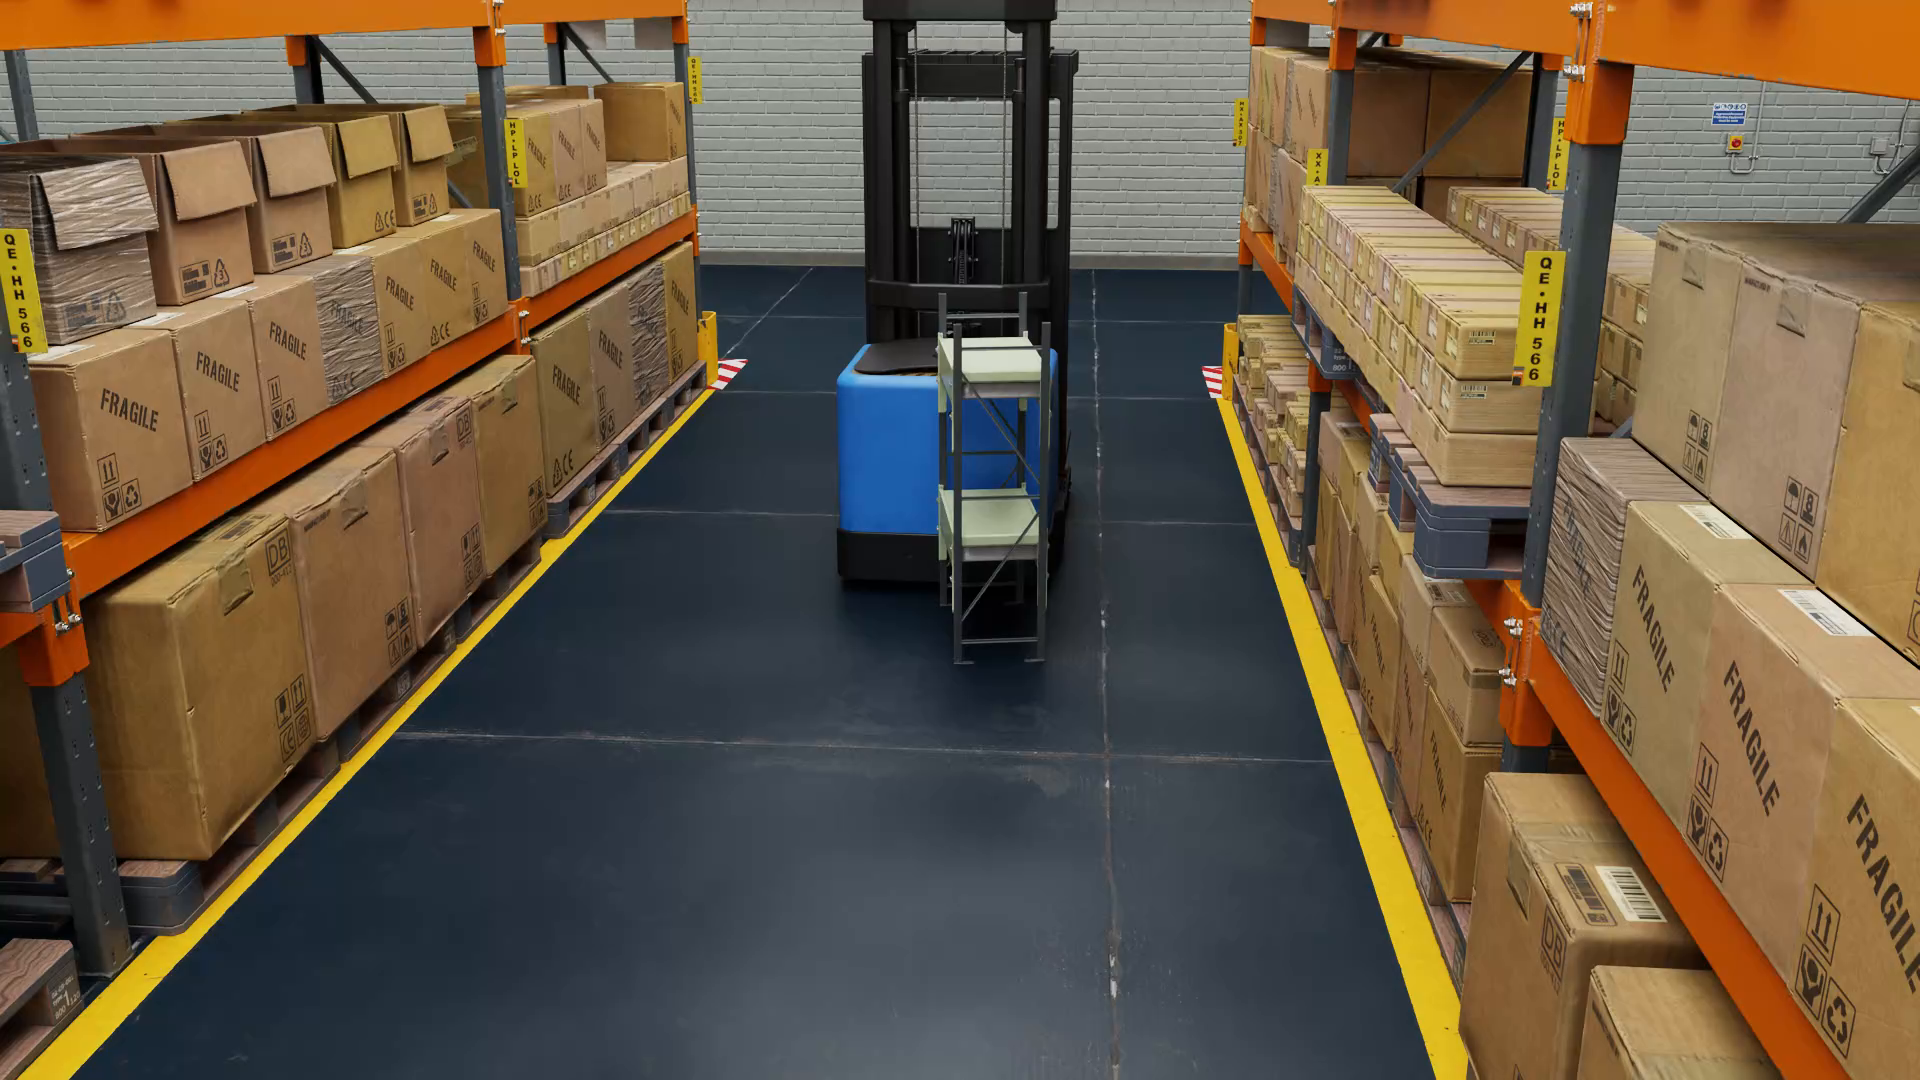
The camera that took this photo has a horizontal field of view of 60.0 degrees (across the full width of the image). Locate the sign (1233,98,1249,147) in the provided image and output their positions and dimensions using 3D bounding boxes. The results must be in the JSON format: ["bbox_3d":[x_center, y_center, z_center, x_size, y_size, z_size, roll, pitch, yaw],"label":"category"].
[{"bbox_3d":[1.963,-2.914,11.609,0.100,0.325,0.005,1,18,4],"label":"sign"}]

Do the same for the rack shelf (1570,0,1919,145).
[{"bbox_3d":[1.788,-0.468,1.873,1.077,0.370,4.000,1,18,4],"label":"rack shelf"}]

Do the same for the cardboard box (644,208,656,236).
[{"bbox_3d":[-2.204,-2.078,10.851,0.380,0.149,0.250,1,18,3],"label":"cardboard box"}]

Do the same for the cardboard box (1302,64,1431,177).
[{"bbox_3d":[1.982,-2.064,8.162,0.500,0.500,0.500,1,18,2],"label":"cardboard box"}]

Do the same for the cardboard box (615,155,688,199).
[{"bbox_3d":[-2.205,-2.546,11.640,0.500,0.250,0.500,1,18,3],"label":"cardboard box"}]

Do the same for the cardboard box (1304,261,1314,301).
[{"bbox_3d":[1.717,-1.130,7.284,0.380,0.149,0.250,2,18,5],"label":"cardboard box"}]

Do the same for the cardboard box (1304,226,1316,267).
[{"bbox_3d":[1.714,-1.277,7.255,0.380,0.149,0.250,1,18,3],"label":"cardboard box"}]

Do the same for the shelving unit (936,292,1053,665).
[{"bbox_3d":[0.138,-0.289,7.395,0.431,1.500,0.755,-2,18,-5],"label":"shelving unit"}]

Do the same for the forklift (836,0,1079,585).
[{"bbox_3d":[0.065,-1.588,9.062,1.130,2.935,3.031,2,18,6],"label":"forklift"}]

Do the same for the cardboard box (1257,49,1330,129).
[{"bbox_3d":[2.178,-2.864,10.603,0.500,0.500,0.500,2,18,6],"label":"cardboard box"}]

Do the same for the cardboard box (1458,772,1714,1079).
[{"bbox_3d":[1.798,1.051,3.838,1.050,0.750,0.750,1,18,3],"label":"cardboard box"}]

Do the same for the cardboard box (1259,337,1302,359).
[{"bbox_3d":[2.147,-1.220,10.779,0.380,0.149,0.250,0,18,1],"label":"cardboard box"}]

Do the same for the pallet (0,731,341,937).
[{"bbox_3d":[-2.877,0.934,5.734,1.003,0.211,1.213,1,18,4],"label":"pallet"}]

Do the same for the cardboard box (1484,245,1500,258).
[{"bbox_3d":[2.333,-1.098,6.708,0.380,0.149,0.250,1,18,2],"label":"cardboard box"}]

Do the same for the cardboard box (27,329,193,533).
[{"bbox_3d":[-2.703,-0.340,4.984,0.500,0.500,0.500,2,18,6],"label":"cardboard box"}]

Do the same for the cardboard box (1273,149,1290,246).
[{"bbox_3d":[2.046,-1.909,9.295,0.500,0.500,0.500,1,18,4],"label":"cardboard box"}]

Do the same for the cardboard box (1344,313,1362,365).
[{"bbox_3d":[1.621,-0.733,6.070,0.380,0.149,0.250,0,18,1],"label":"cardboard box"}]

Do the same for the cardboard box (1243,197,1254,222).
[{"bbox_3d":[2.154,-2.278,11.461,0.380,0.149,0.250,1,18,3],"label":"cardboard box"}]

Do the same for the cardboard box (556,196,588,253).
[{"bbox_3d":[-2.386,-1.755,9.225,0.500,0.250,0.500,1,18,4],"label":"cardboard box"}]

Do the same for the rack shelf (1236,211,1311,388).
[{"bbox_3d":[2.361,-1.528,9.923,1.077,0.370,4.000,1,18,4],"label":"rack shelf"}]

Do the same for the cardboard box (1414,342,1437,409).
[{"bbox_3d":[1.530,-0.474,4.804,0.380,0.149,0.250,2,18,6],"label":"cardboard box"}]

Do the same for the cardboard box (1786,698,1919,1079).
[{"bbox_3d":[1.522,0.549,2.269,0.500,0.500,0.500,1,18,3],"label":"cardboard box"}]

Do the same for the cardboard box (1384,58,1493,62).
[{"bbox_3d":[2.582,-2.364,9.077,0.500,0.500,0.500,2,18,5],"label":"cardboard box"}]

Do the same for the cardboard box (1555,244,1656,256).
[{"bbox_3d":[2.250,-0.916,5.676,0.380,0.149,0.250,2,18,6],"label":"cardboard box"}]

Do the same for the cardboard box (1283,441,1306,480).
[{"bbox_3d":[1.930,-0.424,8.825,0.380,0.149,0.250,0,18,1],"label":"cardboard box"}]

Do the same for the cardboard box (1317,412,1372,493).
[{"bbox_3d":[1.901,-0.393,7.440,0.500,0.250,0.500,0,18,1],"label":"cardboard box"}]

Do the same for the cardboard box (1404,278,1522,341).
[{"bbox_3d":[1.548,-0.691,4.987,0.380,0.149,0.250,2,18,6],"label":"cardboard box"}]

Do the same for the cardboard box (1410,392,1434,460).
[{"bbox_3d":[1.528,-0.327,4.832,0.380,0.149,0.250,1,18,4],"label":"cardboard box"}]

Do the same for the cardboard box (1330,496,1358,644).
[{"bbox_3d":[1.864,0.128,7.055,0.500,0.500,0.500,2,18,6],"label":"cardboard box"}]

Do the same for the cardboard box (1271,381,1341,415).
[{"bbox_3d":[1.997,-0.815,9.541,0.380,0.149,0.250,0,18,1],"label":"cardboard box"}]

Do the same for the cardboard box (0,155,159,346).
[{"bbox_3d":[-2.940,-0.899,5.078,0.797,0.503,0.637,2,18,6],"label":"cardboard box"}]

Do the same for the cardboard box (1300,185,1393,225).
[{"bbox_3d":[1.731,-1.499,7.454,0.380,0.149,0.250,2,18,7],"label":"cardboard box"}]

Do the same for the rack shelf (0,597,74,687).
[{"bbox_3d":[-3.152,0.815,2.774,1.077,0.370,4.000,1,18,4],"label":"rack shelf"}]

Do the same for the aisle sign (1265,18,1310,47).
[{"bbox_3d":[2.211,-3.755,11.391,0.394,0.787,0.004,1,18,4],"label":"aisle sign"}]

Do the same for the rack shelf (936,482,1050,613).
[{"bbox_3d":[0.138,0.021,7.497,0.431,0.370,0.720,-2,18,-5],"label":"rack shelf"}]

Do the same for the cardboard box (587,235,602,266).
[{"bbox_3d":[-2.297,-1.680,9.636,0.380,0.149,0.250,1,18,3],"label":"cardboard box"}]

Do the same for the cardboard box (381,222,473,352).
[{"bbox_3d":[-2.526,-1.133,7.403,0.500,0.500,0.500,2,18,6],"label":"cardboard box"}]

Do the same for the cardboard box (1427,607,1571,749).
[{"bbox_3d":[1.719,0.408,4.997,0.500,0.250,0.500,1,18,3],"label":"cardboard box"}]

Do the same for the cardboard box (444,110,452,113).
[{"bbox_3d":[-2.956,-1.966,8.663,0.500,0.500,0.500,2,18,5],"label":"cardboard box"}]

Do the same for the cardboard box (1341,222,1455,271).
[{"bbox_3d":[1.639,-1.097,6.229,0.380,0.149,0.250,2,18,6],"label":"cardboard box"}]

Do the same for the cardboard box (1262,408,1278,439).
[{"bbox_3d":[2.050,-0.699,10.143,0.380,0.149,0.250,1,18,4],"label":"cardboard box"}]

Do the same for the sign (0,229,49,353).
[{"bbox_3d":[-2.467,-0.651,4.362,0.100,0.325,0.005,1,18,4],"label":"sign"}]

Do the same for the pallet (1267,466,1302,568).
[{"bbox_3d":[2.231,-0.133,8.988,1.003,0.211,1.213,1,18,4],"label":"pallet"}]

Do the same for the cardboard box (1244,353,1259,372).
[{"bbox_3d":[2.135,-1.236,11.304,0.380,0.149,0.250,1,18,4],"label":"cardboard box"}]

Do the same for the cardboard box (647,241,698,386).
[{"bbox_3d":[-2.401,-1.622,11.794,0.875,0.875,0.875,1,18,4],"label":"cardboard box"}]

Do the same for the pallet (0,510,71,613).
[{"bbox_3d":[-2.954,0.167,3.905,1.213,0.211,1.003,1,18,4],"label":"pallet"}]

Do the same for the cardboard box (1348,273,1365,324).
[{"bbox_3d":[1.621,-0.872,6.018,0.380,0.149,0.250,1,18,3],"label":"cardboard box"}]

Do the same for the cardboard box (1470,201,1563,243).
[{"bbox_3d":[2.345,-1.318,6.903,0.380,0.149,0.250,1,18,2],"label":"cardboard box"}]

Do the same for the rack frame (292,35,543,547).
[{"bbox_3d":[-2.722,-1.390,8.349,1.000,3.000,0.127,1,18,4],"label":"rack frame"}]

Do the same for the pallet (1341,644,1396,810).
[{"bbox_3d":[2.079,0.699,6.452,1.003,0.211,1.213,1,18,4],"label":"pallet"}]
